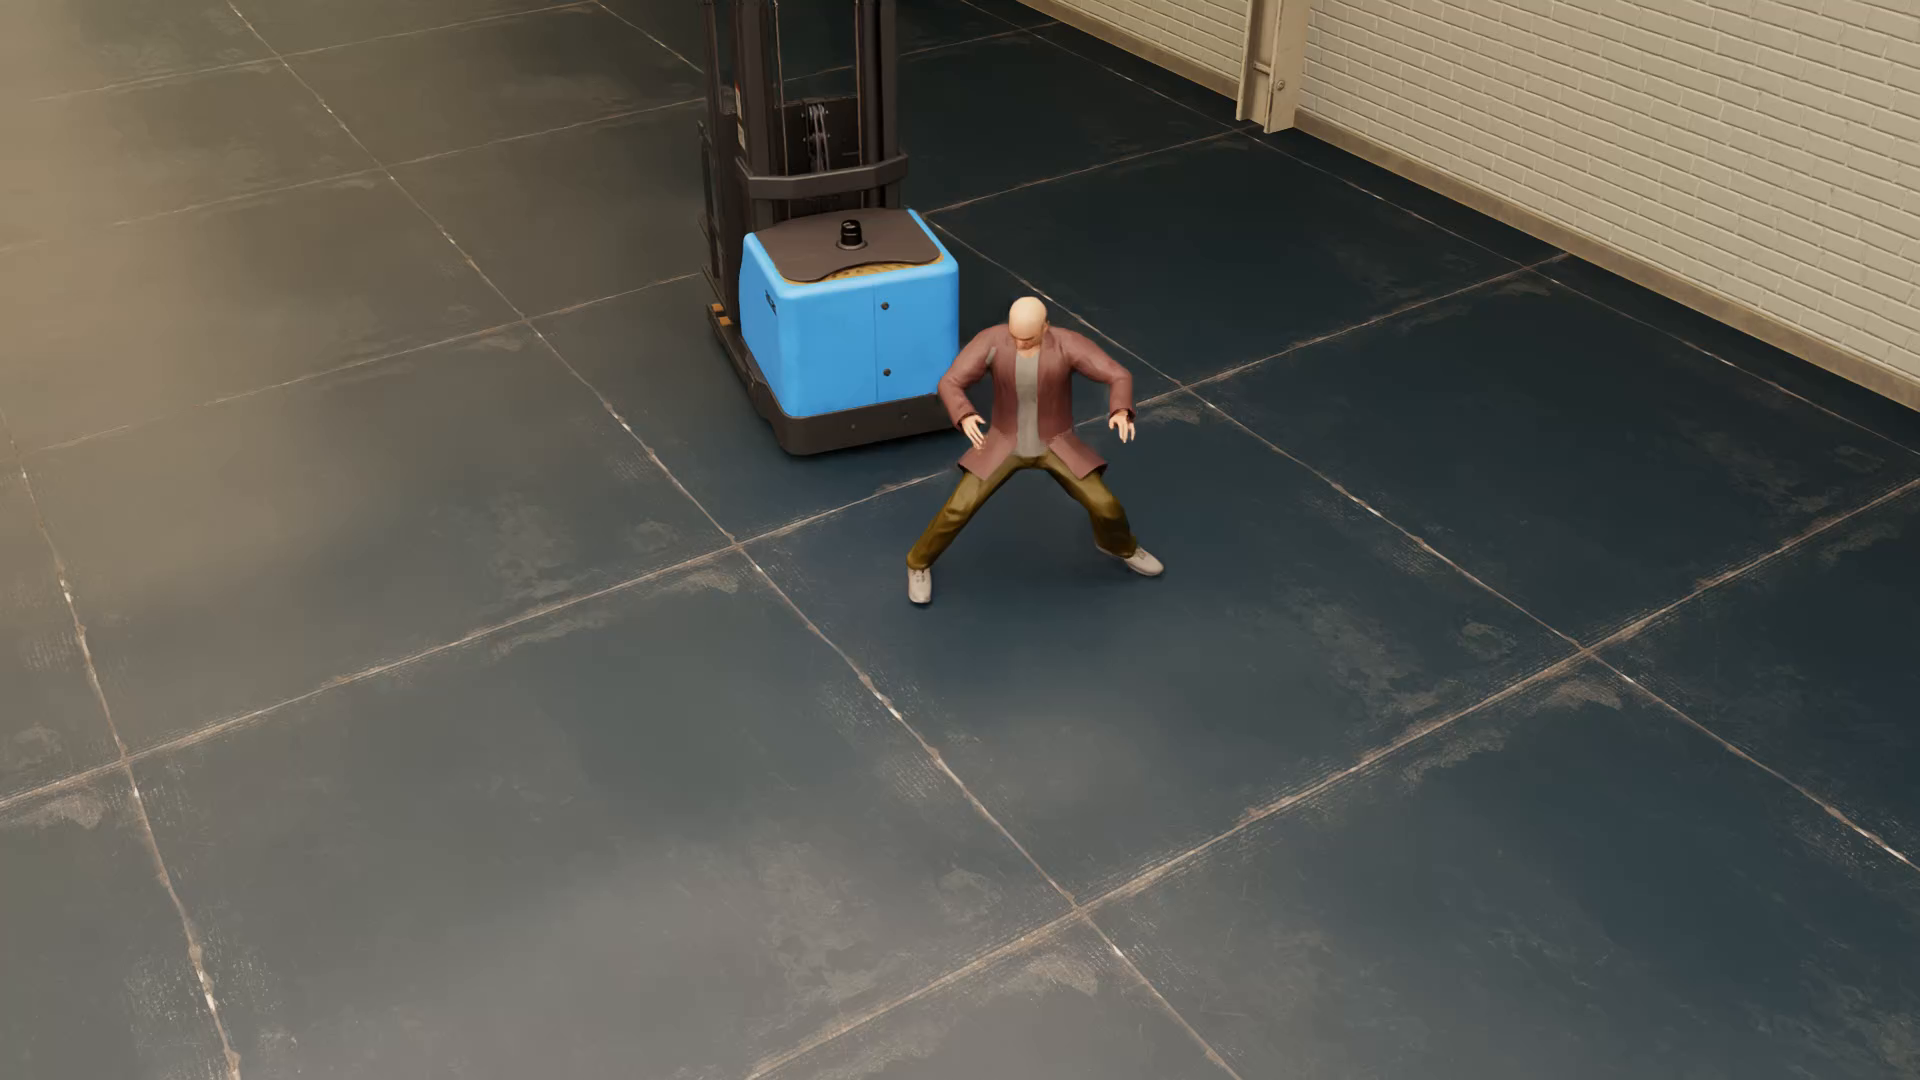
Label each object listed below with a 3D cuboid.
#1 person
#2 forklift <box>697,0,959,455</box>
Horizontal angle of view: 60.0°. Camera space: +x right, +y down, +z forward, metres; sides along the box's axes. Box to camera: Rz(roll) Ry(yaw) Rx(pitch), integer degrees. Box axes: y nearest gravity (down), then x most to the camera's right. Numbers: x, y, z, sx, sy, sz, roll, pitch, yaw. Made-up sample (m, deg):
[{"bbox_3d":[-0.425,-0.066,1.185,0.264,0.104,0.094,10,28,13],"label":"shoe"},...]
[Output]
[{"bbox_3d":[0.368,-0.424,7.963,1.279,1.536,0.709,7,36,10],"label":"person"},{"bbox_3d":[-0.974,-2.513,9.724,1.130,2.935,3.031,-12,37,-16],"label":"forklift"}]
